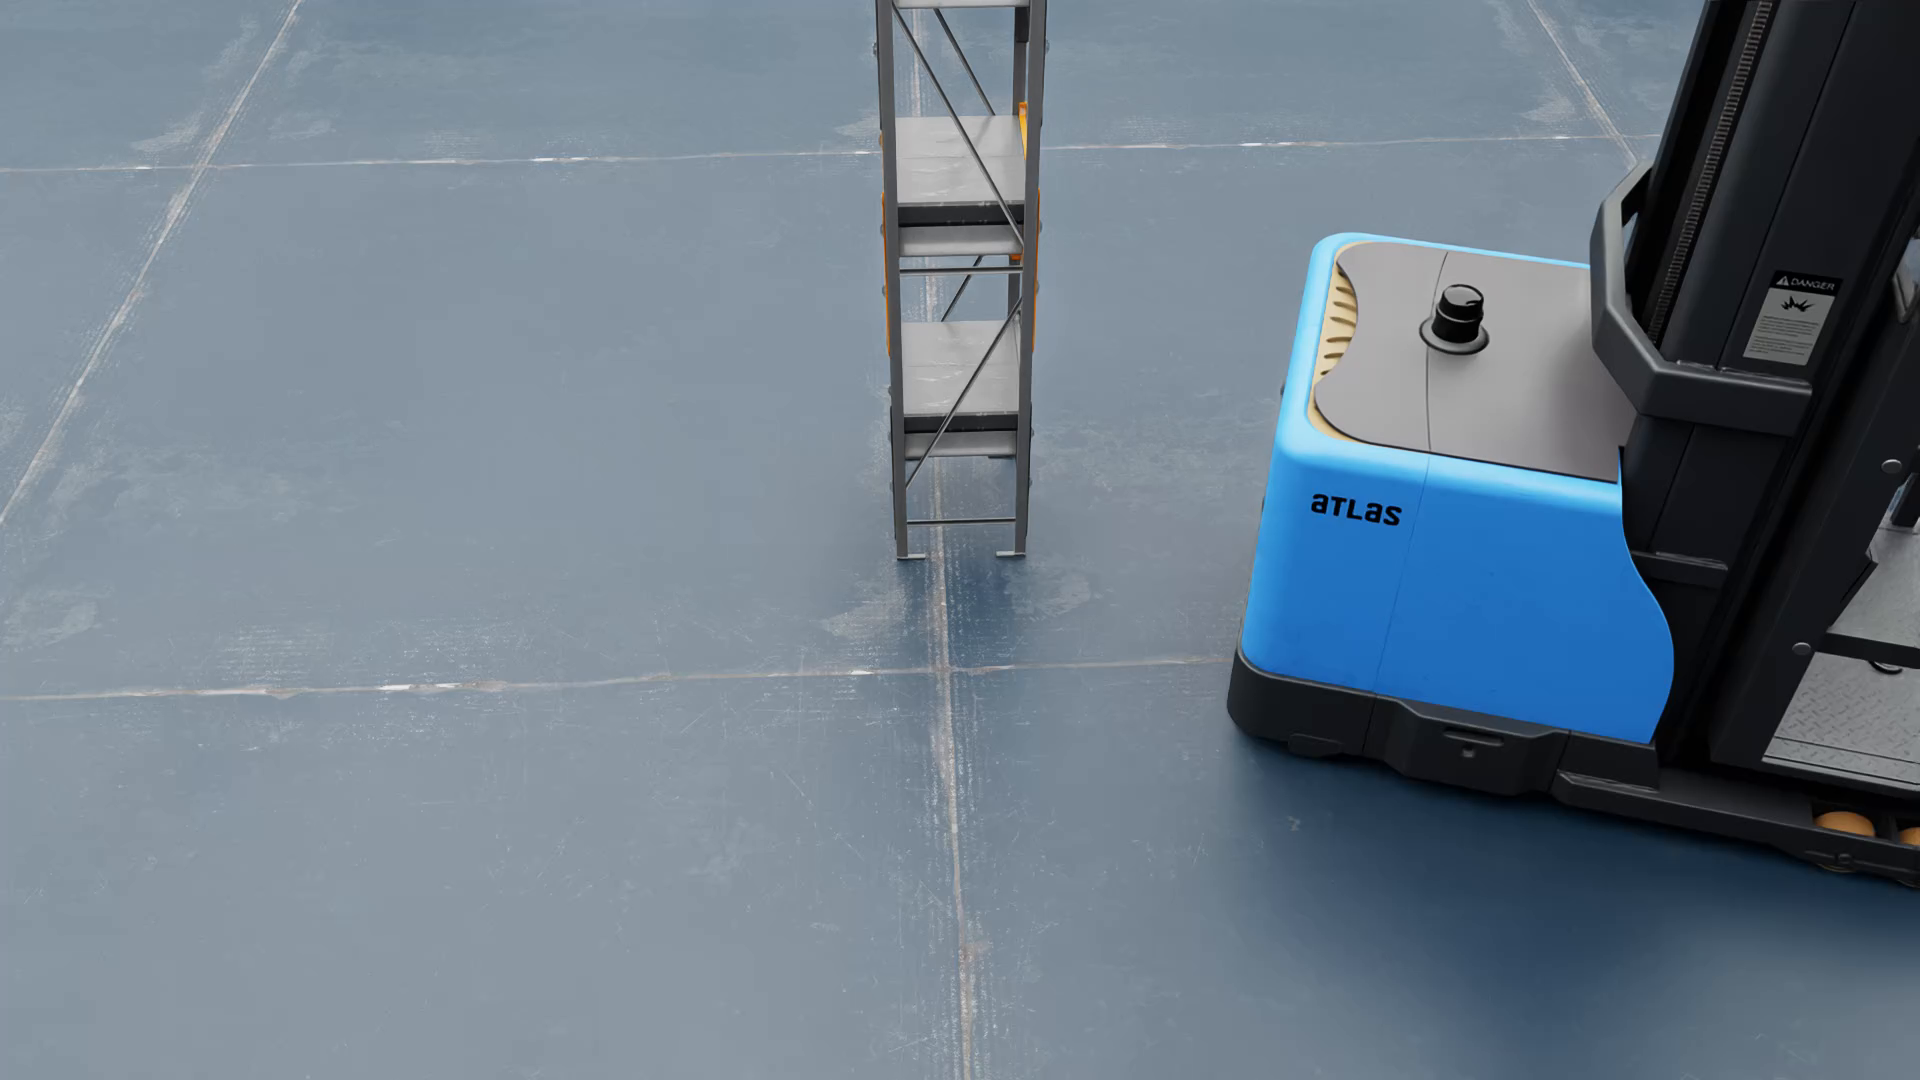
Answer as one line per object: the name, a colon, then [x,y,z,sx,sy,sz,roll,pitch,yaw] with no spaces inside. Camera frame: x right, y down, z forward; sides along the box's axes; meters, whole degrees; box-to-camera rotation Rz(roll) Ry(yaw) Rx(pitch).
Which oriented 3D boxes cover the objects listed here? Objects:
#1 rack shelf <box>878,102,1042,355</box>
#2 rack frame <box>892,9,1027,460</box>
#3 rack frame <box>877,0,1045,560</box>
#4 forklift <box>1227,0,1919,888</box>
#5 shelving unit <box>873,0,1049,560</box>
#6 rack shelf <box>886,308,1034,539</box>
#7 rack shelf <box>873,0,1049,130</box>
rack shelf: [-0.007,-0.876,4.672,0.431,0.518,0.480,-2,43,-2]
rack frame: [-0.017,-1.051,4.842,0.400,2.100,0.015,-2,43,-2]
rack frame: [0.003,-0.721,4.483,0.400,2.100,0.015,-2,43,-2]
forklift: [2.318,-0.586,3.721,3.031,2.935,1.130,10,43,11]
shelving unit: [-0.007,-0.886,4.662,0.431,2.100,0.503,-2,43,-2]
rack shelf: [-0.007,-0.360,5.145,0.431,0.518,0.480,-2,43,-2]
rack shelf: [-0.007,-1.392,4.199,0.431,0.518,0.480,-2,43,-2]
